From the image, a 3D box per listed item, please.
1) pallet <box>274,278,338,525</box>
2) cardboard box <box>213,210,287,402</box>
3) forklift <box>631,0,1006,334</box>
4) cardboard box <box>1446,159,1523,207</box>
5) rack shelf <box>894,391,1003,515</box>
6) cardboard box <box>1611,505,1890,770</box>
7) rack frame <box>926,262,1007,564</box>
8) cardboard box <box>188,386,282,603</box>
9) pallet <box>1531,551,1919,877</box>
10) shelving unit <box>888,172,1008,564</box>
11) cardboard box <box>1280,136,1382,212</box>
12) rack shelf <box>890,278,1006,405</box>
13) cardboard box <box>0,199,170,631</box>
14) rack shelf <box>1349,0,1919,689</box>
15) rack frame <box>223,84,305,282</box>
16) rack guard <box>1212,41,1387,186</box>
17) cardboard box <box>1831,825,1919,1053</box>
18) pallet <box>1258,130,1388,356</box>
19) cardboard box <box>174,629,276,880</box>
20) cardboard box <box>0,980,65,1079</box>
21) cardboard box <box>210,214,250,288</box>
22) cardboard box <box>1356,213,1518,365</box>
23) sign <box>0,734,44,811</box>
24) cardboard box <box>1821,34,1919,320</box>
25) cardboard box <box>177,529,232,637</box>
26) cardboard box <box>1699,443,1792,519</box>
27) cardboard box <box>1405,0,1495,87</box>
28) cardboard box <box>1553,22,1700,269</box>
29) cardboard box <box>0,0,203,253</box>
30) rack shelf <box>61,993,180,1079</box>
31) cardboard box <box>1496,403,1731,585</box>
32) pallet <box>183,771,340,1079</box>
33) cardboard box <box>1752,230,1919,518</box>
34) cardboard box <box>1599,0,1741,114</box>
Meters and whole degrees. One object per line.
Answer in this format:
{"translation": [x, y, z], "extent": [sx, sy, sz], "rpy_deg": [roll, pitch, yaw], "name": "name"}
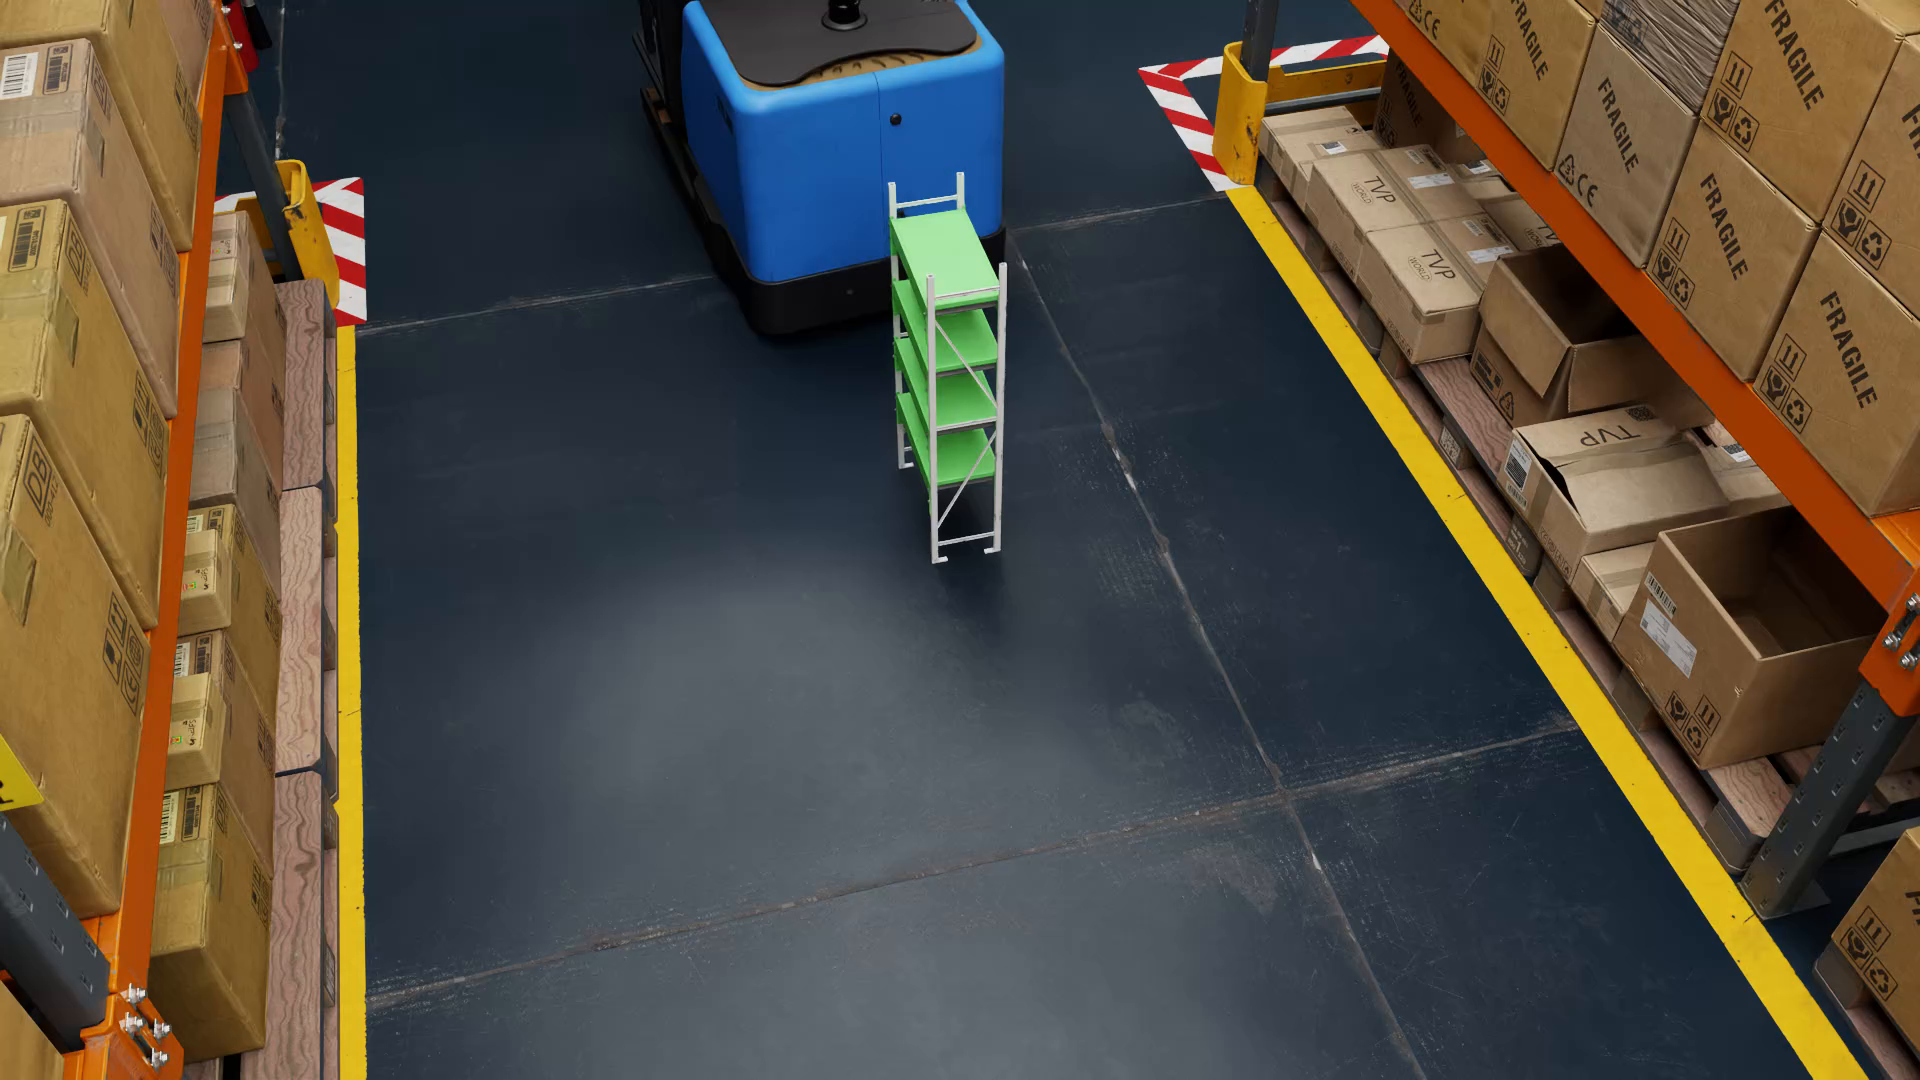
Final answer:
{"translation": [-2.804, -0.444, 6.037], "extent": [1.003, 0.211, 1.213], "rpy_deg": [-11, 47, -10], "name": "pallet"}
{"translation": [-2.808, -0.765, 5.855], "extent": [0.700, 0.500, 0.500], "rpy_deg": [-11, 47, -10], "name": "cardboard box"}
{"translation": [-0.812, -2.892, 6.532], "extent": [1.130, 2.935, 3.031], "rpy_deg": [-15, 47, -14], "name": "forklift"}
{"translation": [2.098, -1.402, 6.699], "extent": [0.380, 0.166, 0.250], "rpy_deg": [-11, 47, -10], "name": "cardboard box"}
{"translation": [-0.042, -0.322, 5.651], "extent": [0.258, 0.148, 0.480], "rpy_deg": [-11, 47, -10], "name": "rack shelf"}
{"translation": [2.308, 0.275, 4.822], "extent": [0.500, 0.500, 0.500], "rpy_deg": [-11, 47, -10], "name": "cardboard box"}
{"translation": [0.020, -0.366, 5.268], "extent": [0.240, 1.200, 0.015], "rpy_deg": [-11, 47, -10], "name": "rack frame"}
{"translation": [-2.551, -0.072, 5.177], "extent": [0.700, 0.500, 0.500], "rpy_deg": [-12, 47, -12], "name": "cardboard box"}
{"translation": [2.553, 0.397, 5.213], "extent": [1.003, 0.211, 1.213], "rpy_deg": [-11, 47, -10], "name": "pallet"}
{"translation": [-0.042, -0.534, 5.433], "extent": [0.258, 1.200, 0.503], "rpy_deg": [-11, 47, -10], "name": "shelving unit"}
{"translation": [1.543, -1.504, 6.799], "extent": [0.380, 0.166, 0.250], "rpy_deg": [-11, 47, -10], "name": "cardboard box"}
{"translation": [-0.042, -0.657, 5.308], "extent": [0.258, 0.148, 0.480], "rpy_deg": [-11, 47, -10], "name": "rack shelf"}
{"translation": [-2.365, -0.184, 3.620], "extent": [0.980, 0.700, 0.700], "rpy_deg": [-12, 47, -11], "name": "cardboard box"}
{"translation": [2.216, -1.233, 5.362], "extent": [1.077, 0.370, 4.000], "rpy_deg": [-11, 47, -10], "name": "rack shelf"}
{"translation": [-3.084, -1.958, 5.568], "extent": [1.000, 3.000, 0.127], "rpy_deg": [-11, 47, -10], "name": "rack frame"}
{"translation": [1.723, -1.939, 7.300], "extent": [1.175, 0.500, 0.348], "rpy_deg": [-11, 47, -10], "name": "rack guard"}
{"translation": [2.616, 0.995, 4.117], "extent": [0.500, 0.500, 0.500], "rpy_deg": [-13, 47, -12], "name": "cardboard box"}
{"translation": [1.928, -1.287, 6.864], "extent": [1.003, 0.211, 1.213], "rpy_deg": [-11, 47, -10], "name": "pallet"}
{"translation": [-2.278, 0.649, 4.470], "extent": [0.700, 0.500, 0.500], "rpy_deg": [-11, 47, -11], "name": "cardboard box"}
{"translation": [-1.698, 0.930, 2.446], "extent": [0.500, 0.500, 0.500], "rpy_deg": [-11, 47, -11], "name": "cardboard box"}
{"translation": [-2.599, -0.937, 5.570], "extent": [0.380, 0.149, 0.250], "rpy_deg": [-11, 47, -11], "name": "cardboard box"}
{"translation": [1.825, -0.940, 6.188], "extent": [0.500, 0.250, 0.500], "rpy_deg": [-11, 47, -10], "name": "cardboard box"}
{"translation": [-1.538, 0.320, 2.581], "extent": [0.100, 0.325, 0.005], "rpy_deg": [-11, 47, -10], "name": "sign"}
{"translation": [2.348, -0.791, 3.655], "extent": [0.500, 0.500, 0.500], "rpy_deg": [-10, 47, -10], "name": "cardboard box"}
{"translation": [-2.197, 0.140, 4.515], "extent": [0.380, 0.149, 0.250], "rpy_deg": [-12, 47, -11], "name": "cardboard box"}
{"translation": [2.598, -0.191, 5.513], "extent": [0.380, 0.166, 0.250], "rpy_deg": [-11, 47, -10], "name": "cardboard box"}
{"translation": [1.825, -1.844, 5.387], "extent": [0.500, 0.500, 0.500], "rpy_deg": [-11, 47, -10], "name": "cardboard box"}
{"translation": [2.085, -1.148, 4.704], "extent": [0.500, 0.500, 0.500], "rpy_deg": [-10, 46, -9], "name": "cardboard box"}
{"translation": [-2.747, -1.212, 4.628], "extent": [0.980, 0.700, 0.700], "rpy_deg": [-11, 47, -11], "name": "cardboard box"}
{"translation": [-1.548, 2.437, 1.766], "extent": [1.077, 0.370, 4.000], "rpy_deg": [-11, 47, -10], "name": "rack shelf"}
{"translation": [2.116, -0.177, 5.397], "extent": [0.500, 0.311, 0.500], "rpy_deg": [-11, 47, -10], "name": "cardboard box"}
{"translation": [-2.179, 1.241, 4.386], "extent": [1.003, 0.211, 1.213], "rpy_deg": [-11, 47, -10], "name": "pallet"}
{"translation": [2.352, -0.438, 4.009], "extent": [0.500, 0.500, 0.500], "rpy_deg": [-10, 46, -10], "name": "cardboard box"}
{"translation": [2.085, -1.492, 4.342], "extent": [0.500, 0.500, 0.500], "rpy_deg": [-10, 46, -10], "name": "cardboard box"}
